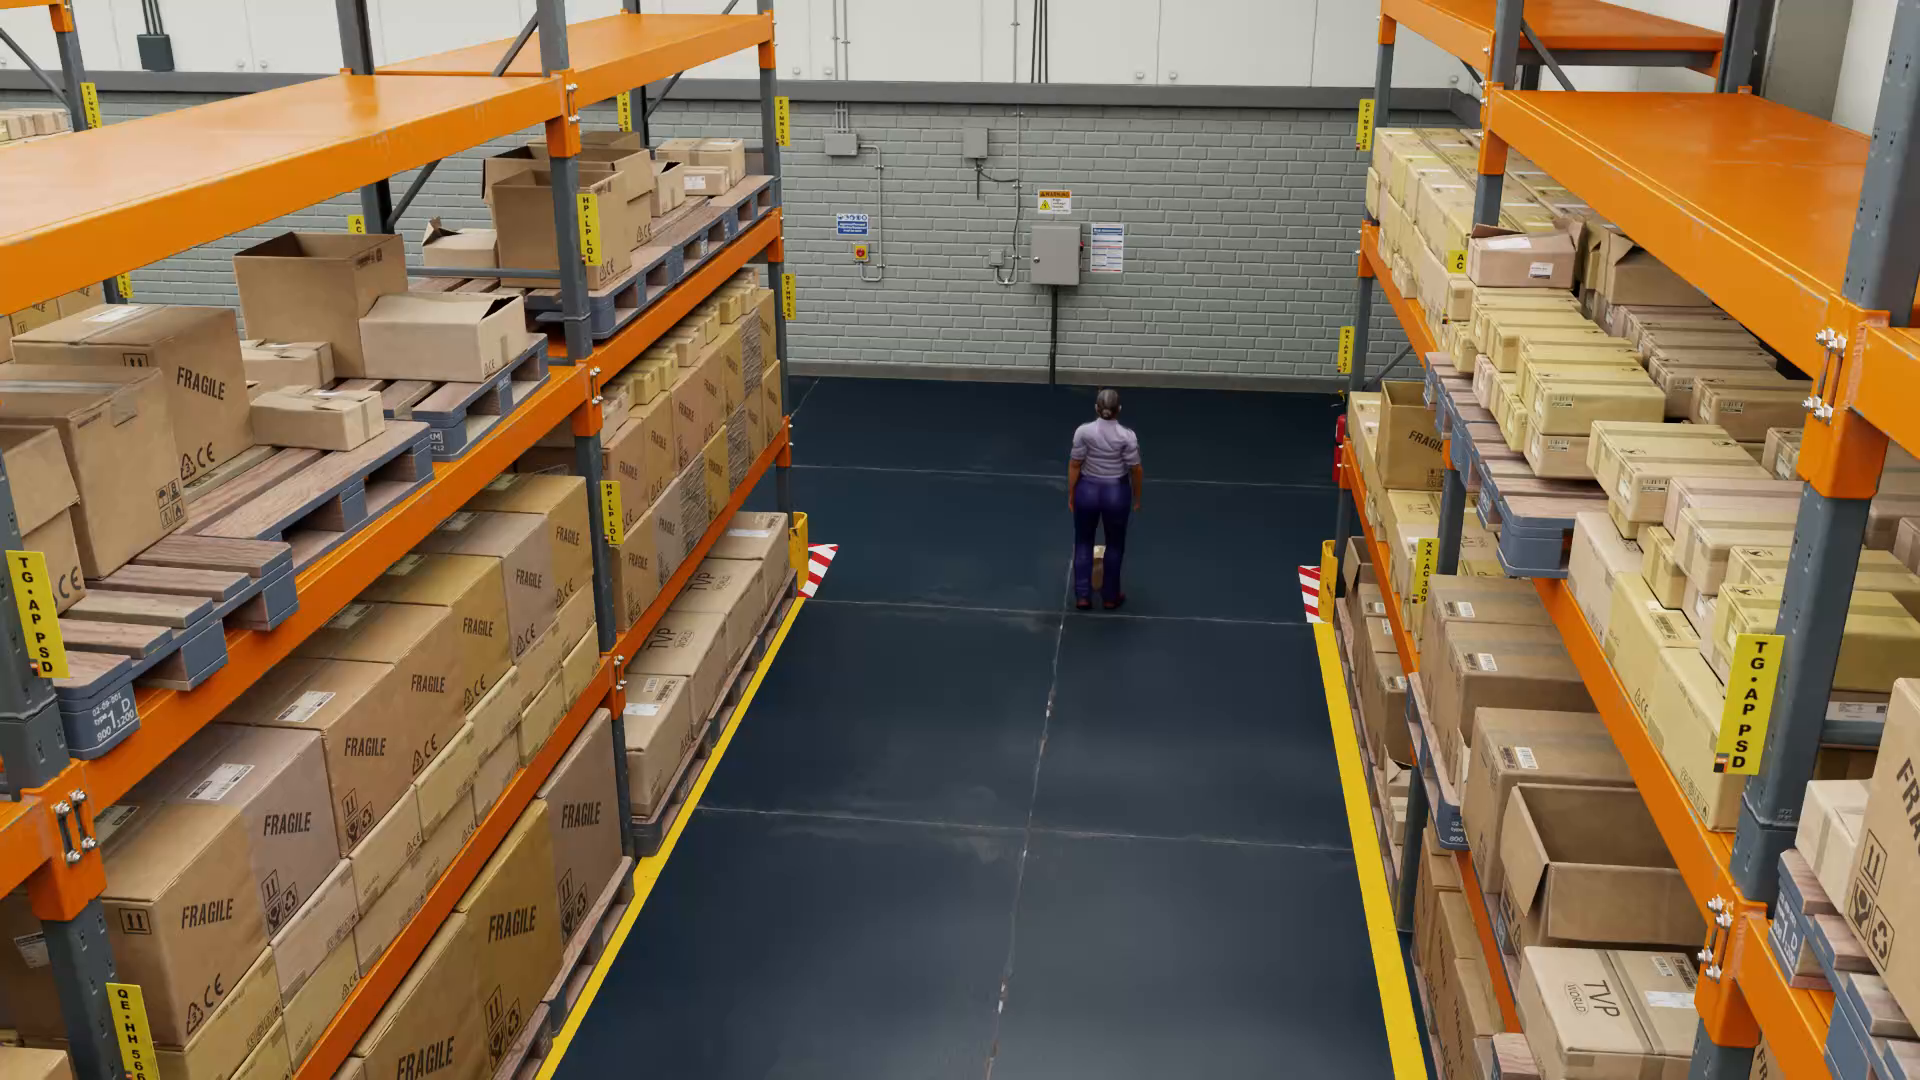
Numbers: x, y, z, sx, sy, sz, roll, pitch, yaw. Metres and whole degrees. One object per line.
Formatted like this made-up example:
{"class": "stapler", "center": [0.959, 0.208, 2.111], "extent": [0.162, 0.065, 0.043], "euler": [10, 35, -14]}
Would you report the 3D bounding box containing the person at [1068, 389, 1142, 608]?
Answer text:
{"class": "person", "center": [1.034, -0.267, 11.845], "extent": [0.523, 1.697, 0.422], "euler": [5, 22, 12]}
